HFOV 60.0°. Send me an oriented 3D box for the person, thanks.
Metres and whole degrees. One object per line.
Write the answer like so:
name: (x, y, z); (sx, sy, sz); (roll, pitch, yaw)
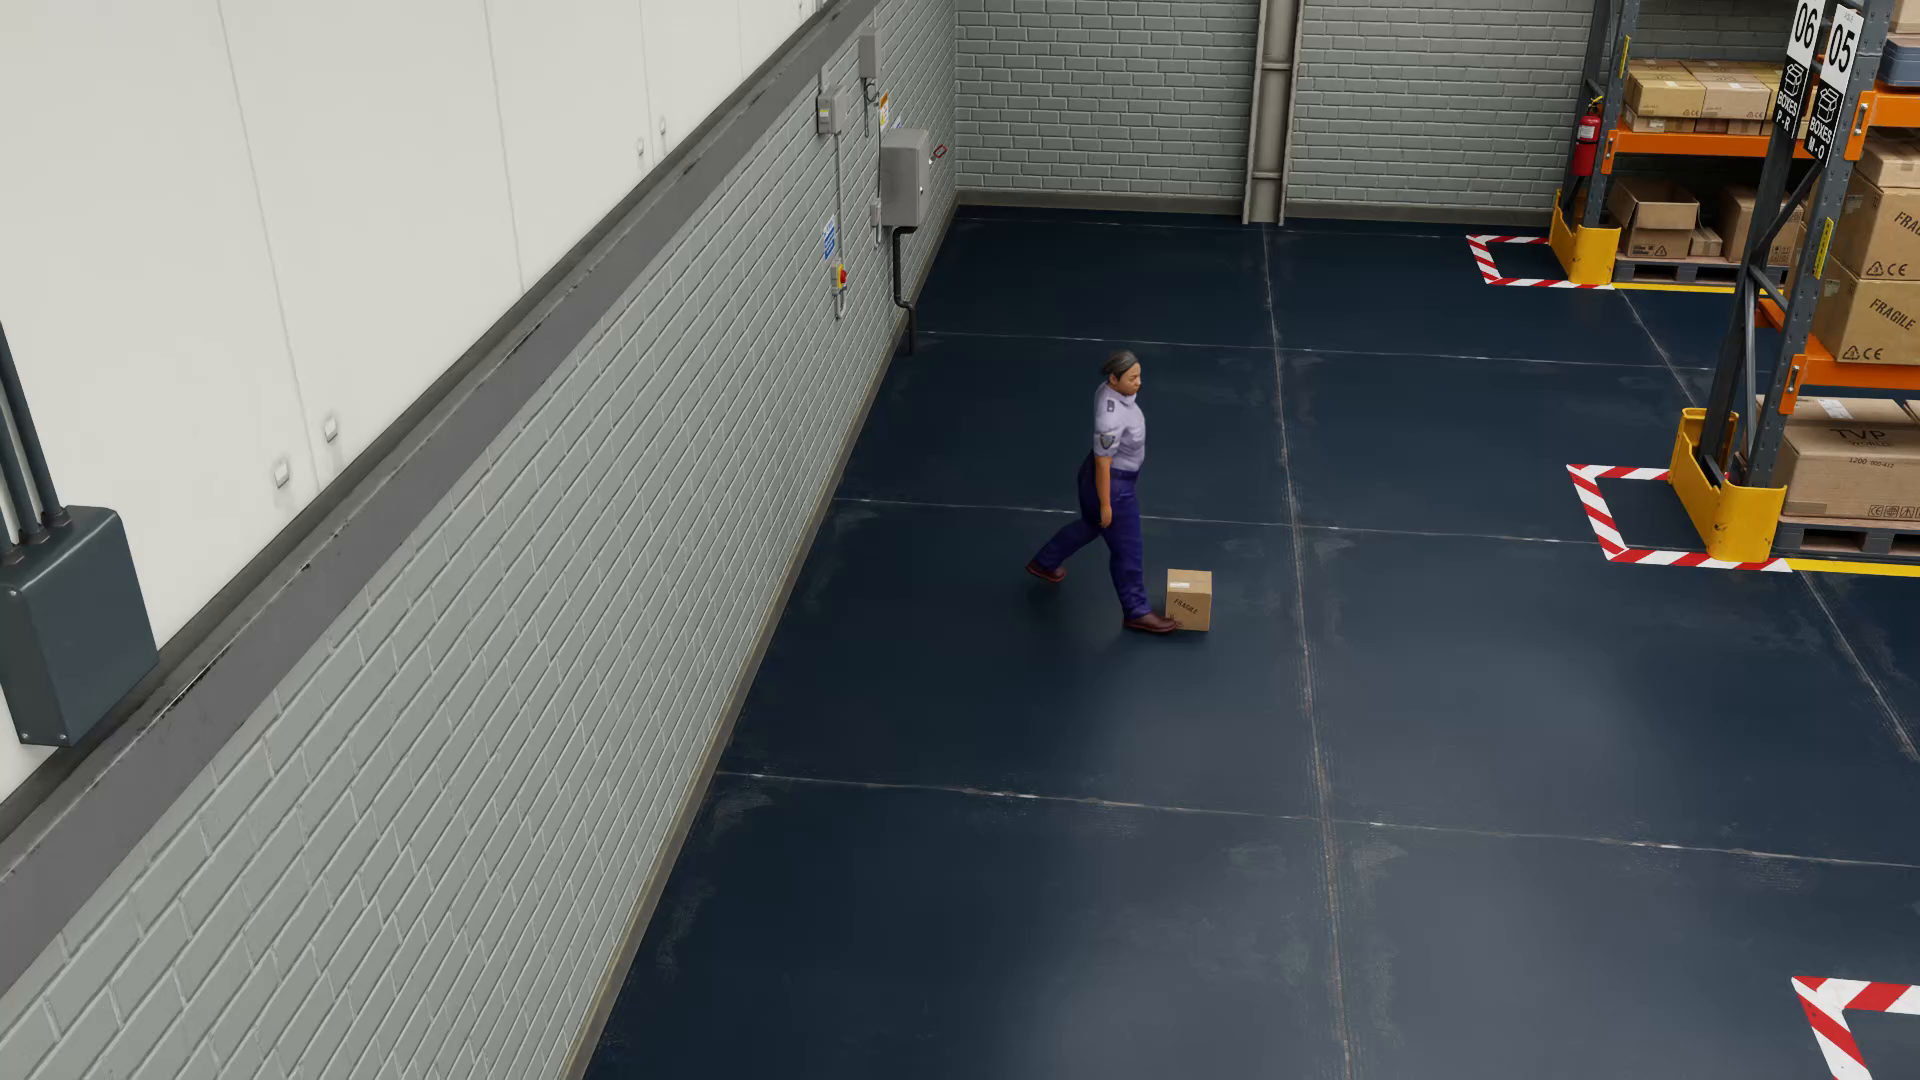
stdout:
person: (0.809, -0.321, 9.225); (0.844, 1.614, 0.604); (1, 29, 2)
